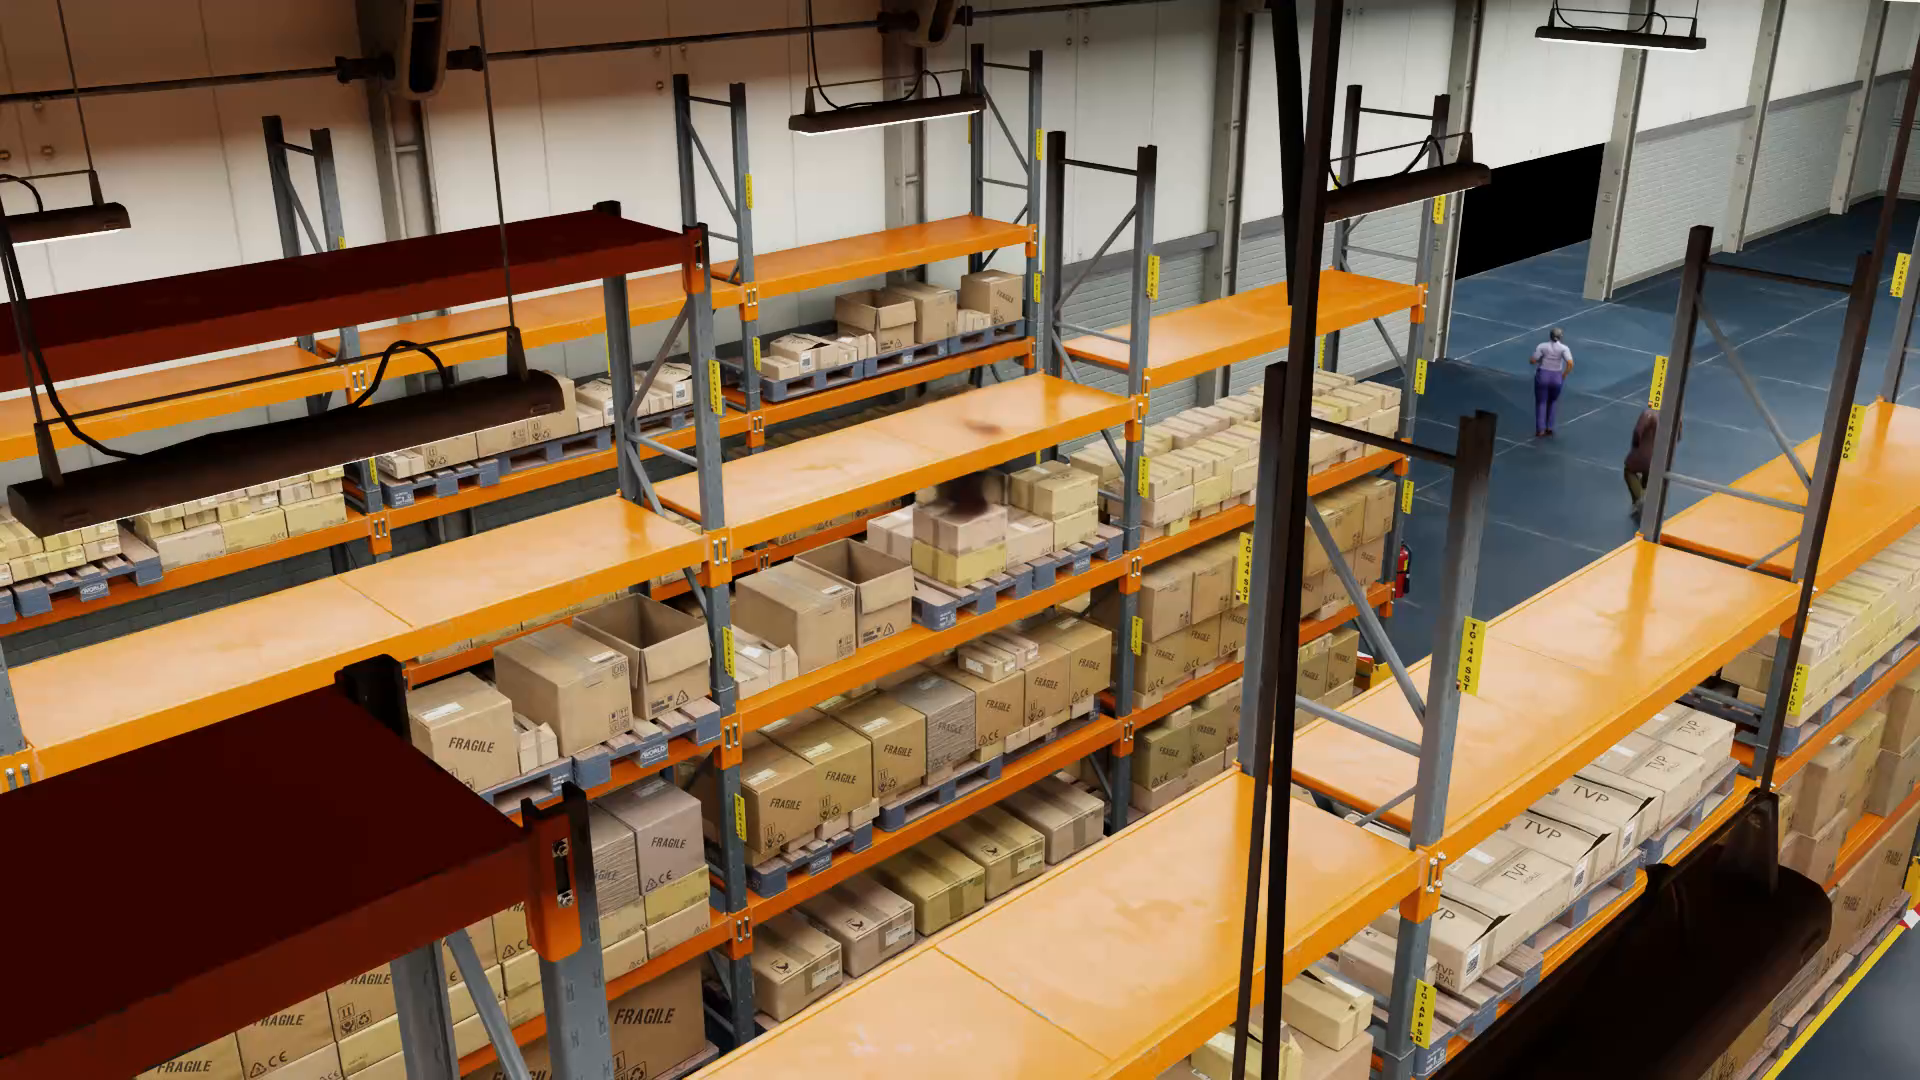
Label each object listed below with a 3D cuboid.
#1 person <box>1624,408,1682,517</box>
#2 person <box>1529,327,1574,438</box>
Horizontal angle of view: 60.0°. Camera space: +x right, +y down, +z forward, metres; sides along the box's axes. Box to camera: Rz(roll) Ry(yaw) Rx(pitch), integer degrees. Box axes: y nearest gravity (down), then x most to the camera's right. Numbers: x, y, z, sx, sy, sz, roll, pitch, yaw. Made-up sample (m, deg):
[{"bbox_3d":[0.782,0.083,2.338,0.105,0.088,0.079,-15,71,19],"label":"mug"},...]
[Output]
[{"bbox_3d":[8.810,-1.141,21.315,0.698,1.733,0.634,-1,22,-3],"label":"person"},{"bbox_3d":[8.539,-2.246,24.161,0.596,1.694,0.756,5,23,12],"label":"person"}]
